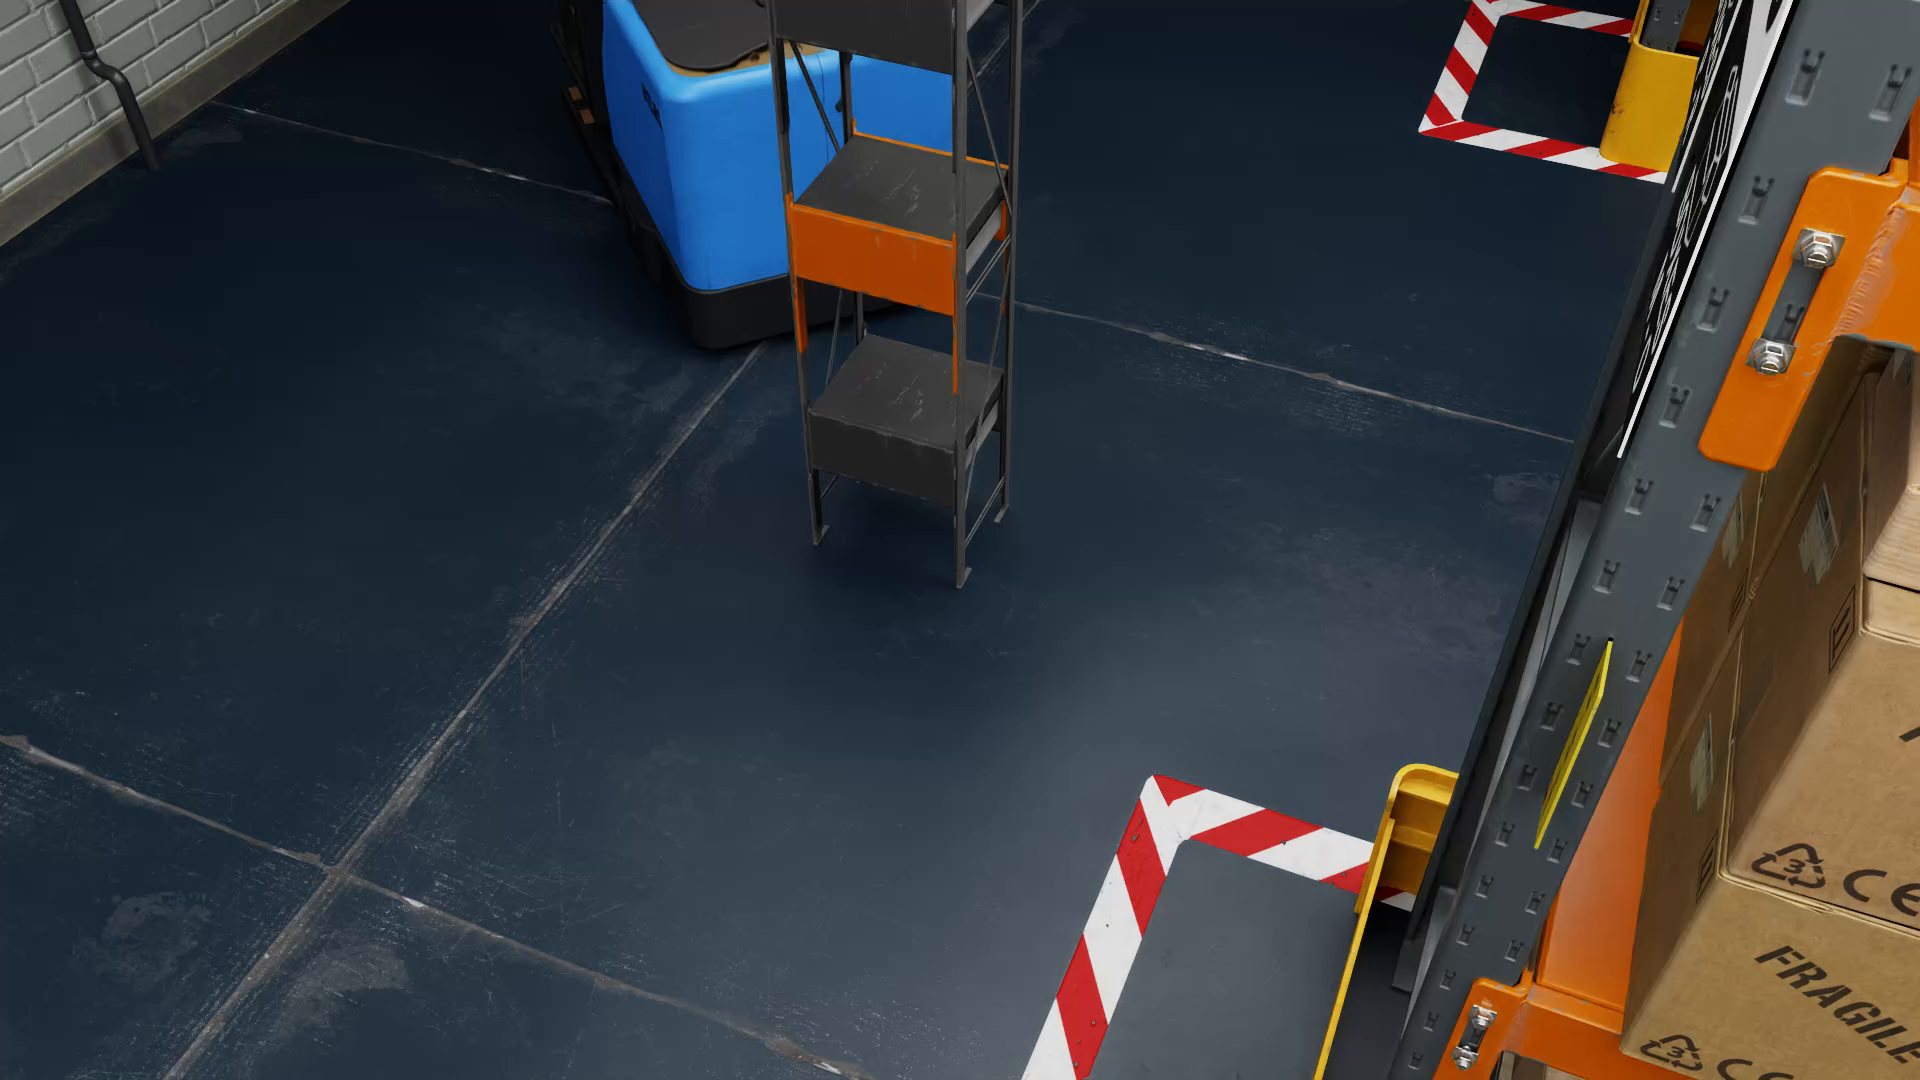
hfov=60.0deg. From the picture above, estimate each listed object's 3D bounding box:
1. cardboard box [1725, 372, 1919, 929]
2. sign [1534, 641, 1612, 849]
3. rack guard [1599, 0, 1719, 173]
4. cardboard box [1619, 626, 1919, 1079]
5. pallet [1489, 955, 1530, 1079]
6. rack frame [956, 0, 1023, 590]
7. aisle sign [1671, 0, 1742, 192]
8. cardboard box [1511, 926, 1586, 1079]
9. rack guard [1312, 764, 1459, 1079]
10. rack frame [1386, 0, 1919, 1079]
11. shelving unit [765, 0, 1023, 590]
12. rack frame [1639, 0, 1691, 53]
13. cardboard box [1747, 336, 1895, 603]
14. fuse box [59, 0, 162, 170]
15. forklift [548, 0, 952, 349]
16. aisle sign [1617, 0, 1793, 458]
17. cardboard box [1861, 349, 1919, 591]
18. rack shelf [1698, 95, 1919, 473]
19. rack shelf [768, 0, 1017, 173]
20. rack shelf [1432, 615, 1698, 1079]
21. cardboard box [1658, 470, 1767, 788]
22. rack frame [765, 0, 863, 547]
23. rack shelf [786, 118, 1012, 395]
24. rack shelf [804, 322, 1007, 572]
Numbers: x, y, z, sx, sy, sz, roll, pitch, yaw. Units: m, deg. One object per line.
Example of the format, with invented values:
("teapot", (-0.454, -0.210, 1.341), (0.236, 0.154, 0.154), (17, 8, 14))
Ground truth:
("cardboard box", (1.354, 0.175, 2.168), (0.500, 0.500, 0.500), (15, 47, 15))
("sign", (0.801, 0.273, 2.179), (0.005, 0.325, 0.100), (16, 47, 16))
("rack guard", (2.998, -2.077, 6.983), (0.348, 0.500, 1.175), (16, 47, 16))
("cardboard box", (1.353, 0.531, 2.519), (0.500, 0.500, 0.500), (16, 47, 16))
("pallet", (1.789, 1.404, 3.690), (1.213, 0.211, 1.003), (16, 47, 16))
("rack frame", (0.072, -0.723, 4.488), (0.015, 2.100, 0.400), (16, 47, 16))
("aisle sign", (1.074, -0.894, 2.179), (0.004, 0.787, 0.394), (16, 47, 16))
("cardboard box", (1.668, 1.122, 3.514), (0.875, 0.438, 0.875), (15, 47, 15))
("rack guard", (0.998, 1.128, 3.761), (0.348, 0.500, 1.175), (16, 47, 16))
("rack frame", (1.021, 0.249, 2.873), (0.127, 3.000, 1.000), (16, 47, 16))
("shelving unit", (-0.153, -0.789, 4.555), (0.503, 2.100, 0.431), (16, 47, 16))
("rack frame", (2.928, -2.983, 6.122), (0.127, 3.000, 1.000), (16, 47, 16))
("cardboard box", (1.557, -0.165, 2.510), (0.500, 0.500, 0.500), (18, 48, 17))
("fuse box", (-3.249, -2.138, 6.186), (0.414, 1.711, 0.539), (16, 47, 16))
("forklift", (-1.023, -2.761, 5.947), (1.130, 2.935, 3.031), (-17, 47, -16))
("aisle sign", (0.843, -0.504, 1.786), (0.004, 0.787, 0.394), (16, 47, 16))
("cardboard box", (1.242, -0.094, 1.979), (0.250, 0.149, 0.380), (17, 47, 17))
("rack shelf", (2.866, -0.016, 1.523), (4.000, 0.370, 1.077), (16, 47, 16))
("rack shelf", (-0.153, -1.276, 4.070), (0.480, 0.518, 0.431), (16, 47, 16))
("rack shelf", (2.866, 1.047, 2.581), (4.000, 0.370, 1.077), (16, 47, 16))
("cardboard box", (1.568, 0.172, 2.880), (0.500, 0.500, 0.500), (17, 47, 16))
("rack frame", (-0.378, -0.856, 4.621), (0.015, 2.100, 0.400), (16, 47, 16))
("rack shelf", (-0.153, -0.780, 4.564), (0.480, 0.518, 0.431), (16, 47, 16))
("rack shelf", (-0.153, -0.283, 5.058), (0.480, 0.518, 0.431), (16, 47, 16))
